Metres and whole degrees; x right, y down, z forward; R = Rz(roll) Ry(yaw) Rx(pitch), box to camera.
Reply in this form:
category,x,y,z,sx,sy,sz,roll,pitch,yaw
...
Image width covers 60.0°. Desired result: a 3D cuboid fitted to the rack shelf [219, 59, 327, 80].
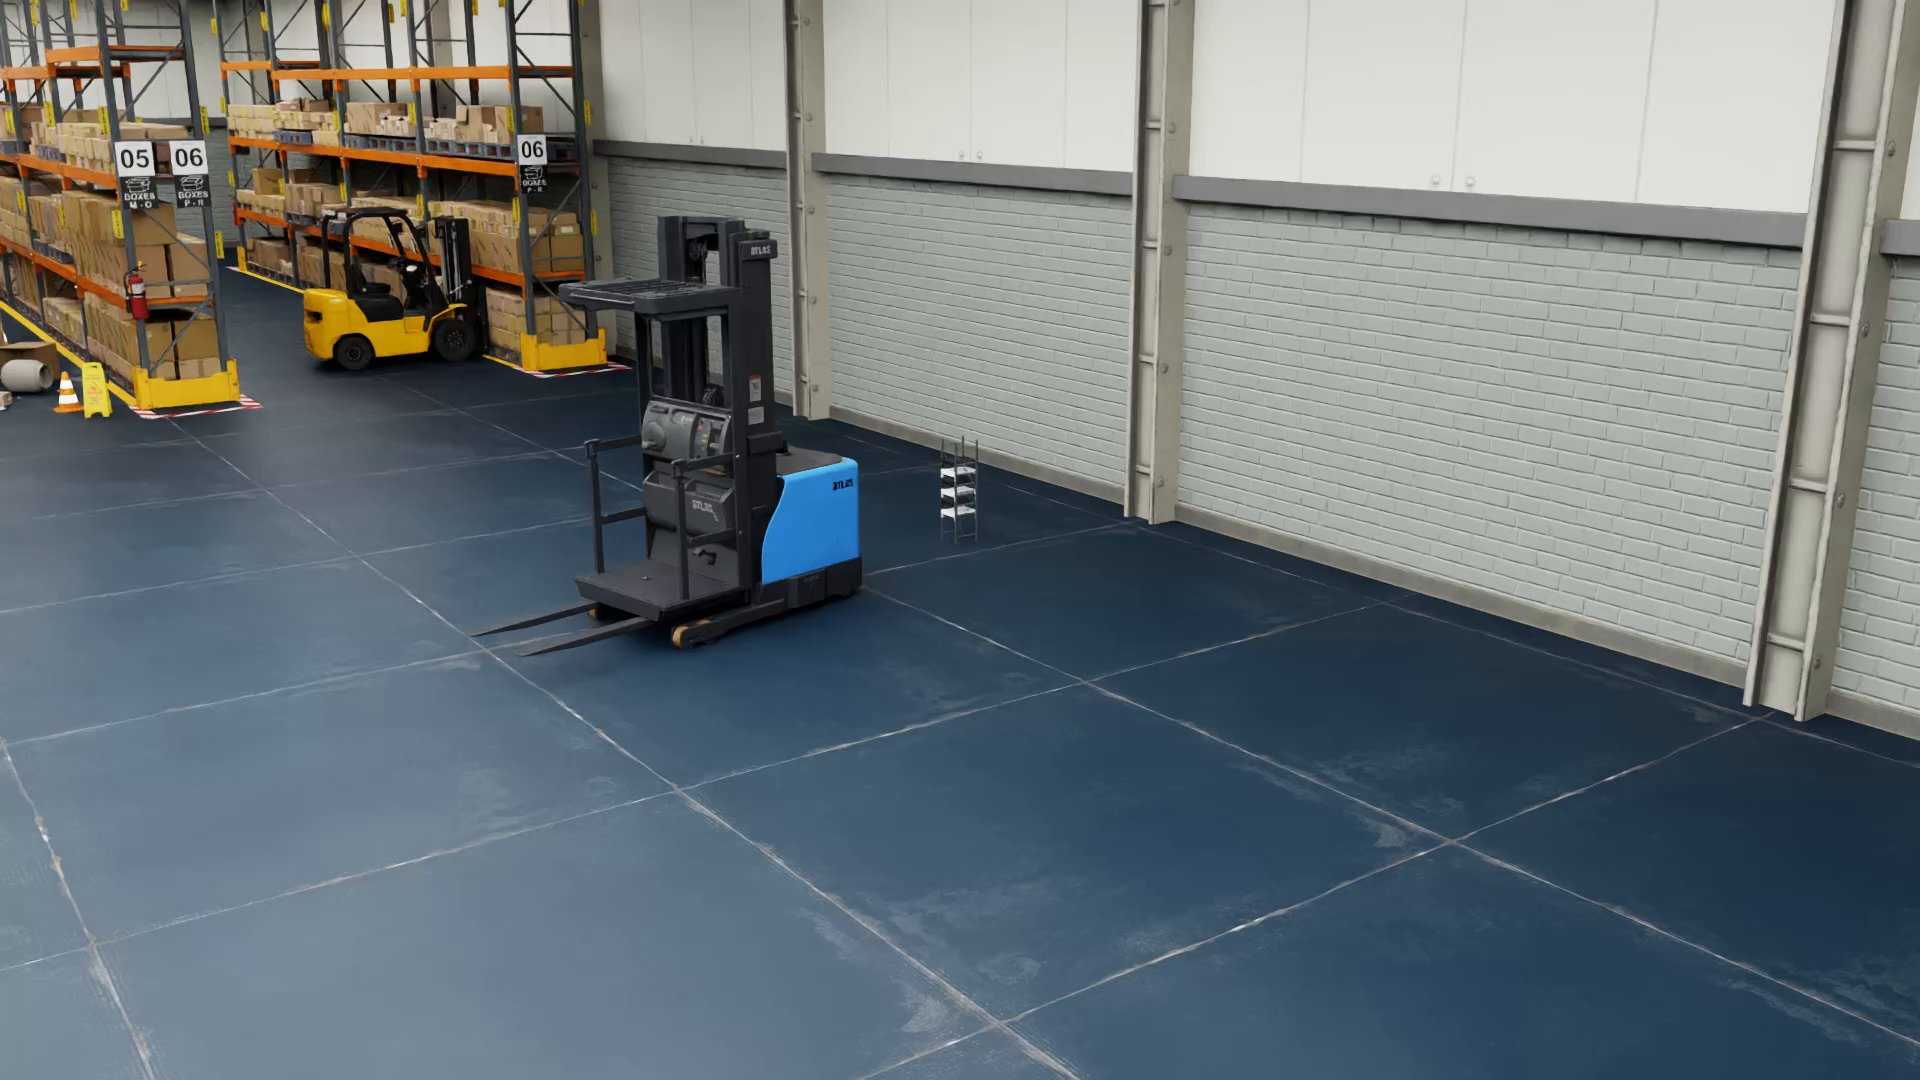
category,x,y,z,sx,sy,sz,roll,pitch,yaw
rack shelf,-13.854,-9.462,33.469,1.077,0.370,4.000,-11,19,-35

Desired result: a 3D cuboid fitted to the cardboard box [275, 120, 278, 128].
category,x,y,z,sx,sy,sz,roll,pitch,yaw
cardboard box,-12.824,-7.941,31.715,0.380,0.149,0.250,-11,19,-34

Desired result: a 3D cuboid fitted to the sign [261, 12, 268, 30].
category,x,y,z,sx,sy,sz,roll,pitch,yaw
sign,-13.128,-9.792,31.386,0.100,0.325,0.005,-11,19,-35

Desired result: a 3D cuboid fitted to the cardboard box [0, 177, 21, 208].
category,x,y,z,sx,sy,sz,roll,pitch,yaw
cardboard box,-16.343,-6.006,28.754,0.500,0.500,0.500,-11,19,-35

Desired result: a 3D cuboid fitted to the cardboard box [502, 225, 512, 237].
category,x,y,z,sx,sy,sz,roll,pitch,yaw
cardboard box,-6.227,-4.369,23.438,0.380,0.149,0.250,-11,18,-34

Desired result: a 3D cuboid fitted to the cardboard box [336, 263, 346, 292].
category,x,y,z,sx,sy,sz,roll,pitch,yaw
cardboard box,-11.034,-4.798,30.363,0.500,0.500,0.500,-11,19,-35

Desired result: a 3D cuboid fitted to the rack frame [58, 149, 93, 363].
category,x,y,z,sx,sy,sz,roll,pitch,yaw
rack frame,-11.987,-4.010,23.546,1.000,3.000,0.127,-11,19,-35

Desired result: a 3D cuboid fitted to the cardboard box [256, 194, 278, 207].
category,x,y,z,sx,sy,sz,roll,pitch,yaw
cardboard box,-14.066,-6.955,34.026,0.500,0.250,0.500,-11,19,-36

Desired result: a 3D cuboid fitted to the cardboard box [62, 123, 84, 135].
category,x,y,z,sx,sy,sz,roll,pitch,yaw
cardboard box,-11.889,-5.551,22.460,0.380,0.149,0.250,-10,18,-33

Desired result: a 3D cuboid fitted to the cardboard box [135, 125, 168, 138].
category,x,y,z,sx,sy,sz,roll,pitch,yaw
cardboard box,-10.248,-5.191,21.144,0.380,0.149,0.250,-11,19,-35

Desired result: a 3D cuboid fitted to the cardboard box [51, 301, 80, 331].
category,x,y,z,sx,sy,sz,roll,pitch,yaw
cardboard box,-13.574,-3.521,25.940,0.950,0.372,0.625,-11,19,-36

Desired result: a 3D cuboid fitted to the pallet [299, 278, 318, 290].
category,x,y,z,sx,sy,sz,roll,pitch,yaw
pallet,-12.169,-4.977,32.360,1.003,0.211,1.213,-11,19,-35

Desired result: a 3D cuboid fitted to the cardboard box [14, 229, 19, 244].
category,x,y,z,sx,sy,sz,roll,pitch,yaw
cardboard box,-15.442,-5.076,27.725,0.500,0.250,0.500,-11,19,-35

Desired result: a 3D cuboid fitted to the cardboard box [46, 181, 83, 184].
category,x,y,z,sx,sy,sz,roll,pitch,yaw
cardboard box,-14.731,-5.642,27.426,0.500,0.500,0.500,-11,19,-34

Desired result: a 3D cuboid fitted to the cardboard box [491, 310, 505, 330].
category,x,y,z,sx,sy,sz,roll,pitch,yaw
cardboard box,-6.447,-3.209,24.084,0.500,0.250,0.500,-11,19,-35

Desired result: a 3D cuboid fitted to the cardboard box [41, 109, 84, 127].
category,x,y,z,sx,sy,sz,roll,pitch,yaw
cardboard box,-13.049,-6.147,24.212,0.500,0.250,0.500,-10,18,-34

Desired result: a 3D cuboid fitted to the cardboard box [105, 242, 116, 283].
category,x,y,z,sx,sy,sz,roll,pitch,yaw
cardboard box,-10.468,-3.528,21.033,0.500,0.500,0.500,-11,19,-34

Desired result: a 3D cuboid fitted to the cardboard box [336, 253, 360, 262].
category,x,y,z,sx,sy,sz,roll,pitch,yaw
cardboard box,-11.244,-5.191,30.573,0.380,0.149,0.250,-10,18,-33

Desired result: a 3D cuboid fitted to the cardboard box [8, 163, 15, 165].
category,x,y,z,sx,sy,sz,roll,pitch,yaw
cardboard box,-17.458,-6.934,30.918,0.380,0.149,0.250,-11,19,-35

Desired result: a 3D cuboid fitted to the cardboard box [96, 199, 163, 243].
category,x,y,z,sx,sy,sz,roll,pitch,yaw
cardboard box,-10.404,-4.014,20.914,0.700,0.500,0.500,-11,19,-34

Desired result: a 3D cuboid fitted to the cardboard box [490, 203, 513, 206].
category,x,y,z,sx,sy,sz,roll,pitch,yaw
cardboard box,-6.927,-5.048,25.356,0.380,0.149,0.250,-11,19,-35

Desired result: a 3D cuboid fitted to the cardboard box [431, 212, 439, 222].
category,x,y,z,sx,sy,sz,roll,pitch,yaw
cardboard box,-7.999,-5.034,25.867,0.380,0.149,0.250,-11,19,-35

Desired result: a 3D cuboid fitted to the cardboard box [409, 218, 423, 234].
category,x,y,z,sx,sy,sz,roll,pitch,yaw
cardboard box,-8.470,-5.015,26.556,0.500,0.250,0.500,-11,19,-36

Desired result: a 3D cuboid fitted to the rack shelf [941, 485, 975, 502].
category,x,y,z,sx,sy,sz,roll,pitch,yaw
rack shelf,-0.005,-0.404,14.472,0.258,0.077,0.200,-11,19,-35

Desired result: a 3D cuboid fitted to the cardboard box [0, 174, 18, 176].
category,x,y,z,sx,sy,sz,roll,pitch,yaw
cardboard box,-17.192,-6.307,29.854,0.500,0.500,0.500,-11,19,-35

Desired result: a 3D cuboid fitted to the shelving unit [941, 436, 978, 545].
category,x,y,z,sx,sy,sz,roll,pitch,yaw
shelving unit,-0.005,-0.436,14.464,0.258,0.900,0.210,-11,19,-35

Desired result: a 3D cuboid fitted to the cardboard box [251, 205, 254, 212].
category,x,y,z,sx,sy,sz,roll,pitch,yaw
cardboard box,-14.590,-6.949,34.757,0.380,0.149,0.250,-10,18,-33

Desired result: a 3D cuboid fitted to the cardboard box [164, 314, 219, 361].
category,x,y,z,sx,sy,sz,roll,pitch,yaw
cardboard box,-9.900,-2.614,21.438,0.500,0.500,0.500,-12,19,-36

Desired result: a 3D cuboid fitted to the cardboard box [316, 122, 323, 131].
category,x,y,z,sx,sy,sz,roll,pitch,yaw
cardboard box,-11.465,-7.519,30.214,0.380,0.149,0.250,-10,18,-33

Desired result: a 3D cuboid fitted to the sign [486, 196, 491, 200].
category,x,y,z,sx,sy,sz,roll,pitch,yaw
sign,-7.526,-5.324,26.555,0.100,0.325,0.005,-11,19,-35

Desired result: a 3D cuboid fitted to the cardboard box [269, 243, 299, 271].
category,x,y,z,sx,sy,sz,roll,pitch,yaw
cardboard box,-13.665,-5.785,33.971,0.700,0.500,0.500,-12,19,-37

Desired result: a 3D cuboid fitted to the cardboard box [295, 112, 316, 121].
category,x,y,z,sx,sy,sz,roll,pitch,yaw
cardboard box,-12.044,-7.813,30.686,0.380,0.149,0.250,-11,19,-34

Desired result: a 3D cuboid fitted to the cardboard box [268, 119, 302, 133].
category,x,y,z,sx,sy,sz,roll,pitch,yaw
cardboard box,-13.164,-8.072,32.424,0.500,0.250,0.500,-11,19,-34

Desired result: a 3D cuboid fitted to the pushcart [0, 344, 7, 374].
category,x,y,z,sx,sy,sz,roll,pitch,yaw
pushcart,-13.802,-2.381,22.560,0.936,0.377,1.648,10,18,33

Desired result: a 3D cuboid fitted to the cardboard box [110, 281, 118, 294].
category,x,y,z,sx,sy,sz,roll,pitch,yaw
cardboard box,-10.576,-3.227,21.159,0.380,0.149,0.250,-10,18,-34

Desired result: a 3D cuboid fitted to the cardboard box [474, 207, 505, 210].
category,x,y,z,sx,sy,sz,roll,pitch,yaw
cardboard box,-6.910,-4.802,24.458,0.380,0.149,0.250,-11,19,-34

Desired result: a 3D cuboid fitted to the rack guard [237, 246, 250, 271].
category,x,y,z,sx,sy,sz,roll,pitch,yaw
rack guard,-14.985,-6.122,35.997,1.175,0.500,0.348,-11,19,-35

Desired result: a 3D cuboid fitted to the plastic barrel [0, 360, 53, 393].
category,x,y,z,sx,sy,sz,roll,pitch,yaw
plastic barrel,-12.074,-2.119,21.518,0.512,0.421,0.421,1,15,4

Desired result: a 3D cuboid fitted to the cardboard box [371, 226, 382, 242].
category,x,y,z,sx,sy,sz,roll,pitch,yaw
cardboard box,-9.663,-5.213,28.226,0.500,0.250,0.500,-12,19,-36

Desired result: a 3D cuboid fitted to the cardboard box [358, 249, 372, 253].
category,x,y,z,sx,sy,sz,roll,pitch,yaw
cardboard box,-11.184,-5.373,31.235,0.380,0.149,0.250,-11,19,-34

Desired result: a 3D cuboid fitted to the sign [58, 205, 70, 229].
category,x,y,z,sx,sy,sz,roll,pitch,yaw
sign,-12.434,-4.482,23.075,0.100,0.325,0.005,-11,19,-35

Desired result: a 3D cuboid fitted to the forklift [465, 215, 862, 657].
category,x,y,z,sx,sy,sz,roll,pitch,yaw
forklift,-2.127,-0.790,11.912,1.130,2.935,3.031,13,20,40

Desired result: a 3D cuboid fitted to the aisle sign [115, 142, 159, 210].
category,x,y,z,sx,sy,sz,roll,pitch,yaw
aisle sign,-9.833,-4.352,19.869,0.394,0.787,0.004,-11,19,-35

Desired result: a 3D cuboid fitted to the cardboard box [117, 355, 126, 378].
category,x,y,z,sx,sy,sz,roll,pitch,yaw
cardboard box,-10.626,-2.275,21.619,0.500,0.250,0.500,-11,19,-34

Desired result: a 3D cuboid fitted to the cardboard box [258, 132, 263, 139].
category,x,y,z,sx,sy,sz,roll,pitch,yaw
cardboard box,-13.848,-8.125,33.375,0.380,0.149,0.250,-11,19,-34

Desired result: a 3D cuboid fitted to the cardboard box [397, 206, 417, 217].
category,x,y,z,sx,sy,sz,roll,pitch,yaw
cardboard box,-8.884,-5.329,26.947,0.380,0.149,0.250,-12,19,-36

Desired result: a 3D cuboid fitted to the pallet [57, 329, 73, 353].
category,x,y,z,sx,sy,sz,roll,pitch,yaw
pallet,-13.167,-3.092,25.473,1.003,0.211,1.213,-11,19,-35

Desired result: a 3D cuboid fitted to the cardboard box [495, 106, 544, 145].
category,x,y,z,sx,sy,sz,roll,pitch,yaw
cardboard box,-6.080,-5.730,22.972,0.500,0.500,0.500,-10,18,-33

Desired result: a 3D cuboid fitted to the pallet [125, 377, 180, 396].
category,x,y,z,sx,sy,sz,roll,pitch,yaw
pallet,-10.129,-2.006,21.506,1.003,0.211,1.213,-11,19,-35

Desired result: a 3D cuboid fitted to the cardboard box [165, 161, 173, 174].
category,x,y,z,sx,sy,sz,roll,pitch,yaw
cardboard box,-9.567,-4.603,20.505,0.380,0.149,0.250,-11,19,-34

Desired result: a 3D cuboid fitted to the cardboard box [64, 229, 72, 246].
category,x,y,z,sx,sy,sz,roll,pitch,yaw
cardboard box,-12.444,-4.467,23.668,0.500,0.500,0.500,-11,19,-36

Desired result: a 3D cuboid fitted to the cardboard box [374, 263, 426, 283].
category,x,y,z,sx,sy,sz,roll,pitch,yaw
cardboard box,-9.580,-4.419,28.743,0.875,0.625,0.625,-10,18,-33

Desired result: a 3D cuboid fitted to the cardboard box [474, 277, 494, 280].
category,x,y,z,sx,sy,sz,roll,pitch,yaw
cardboard box,-7.218,-3.959,25.878,0.500,0.250,0.500,-11,19,-35

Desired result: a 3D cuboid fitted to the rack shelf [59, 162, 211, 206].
category,x,y,z,sx,sy,sz,roll,pitch,yaw
rack shelf,-10.811,-4.683,21.684,1.077,0.370,4.000,-11,19,-35
